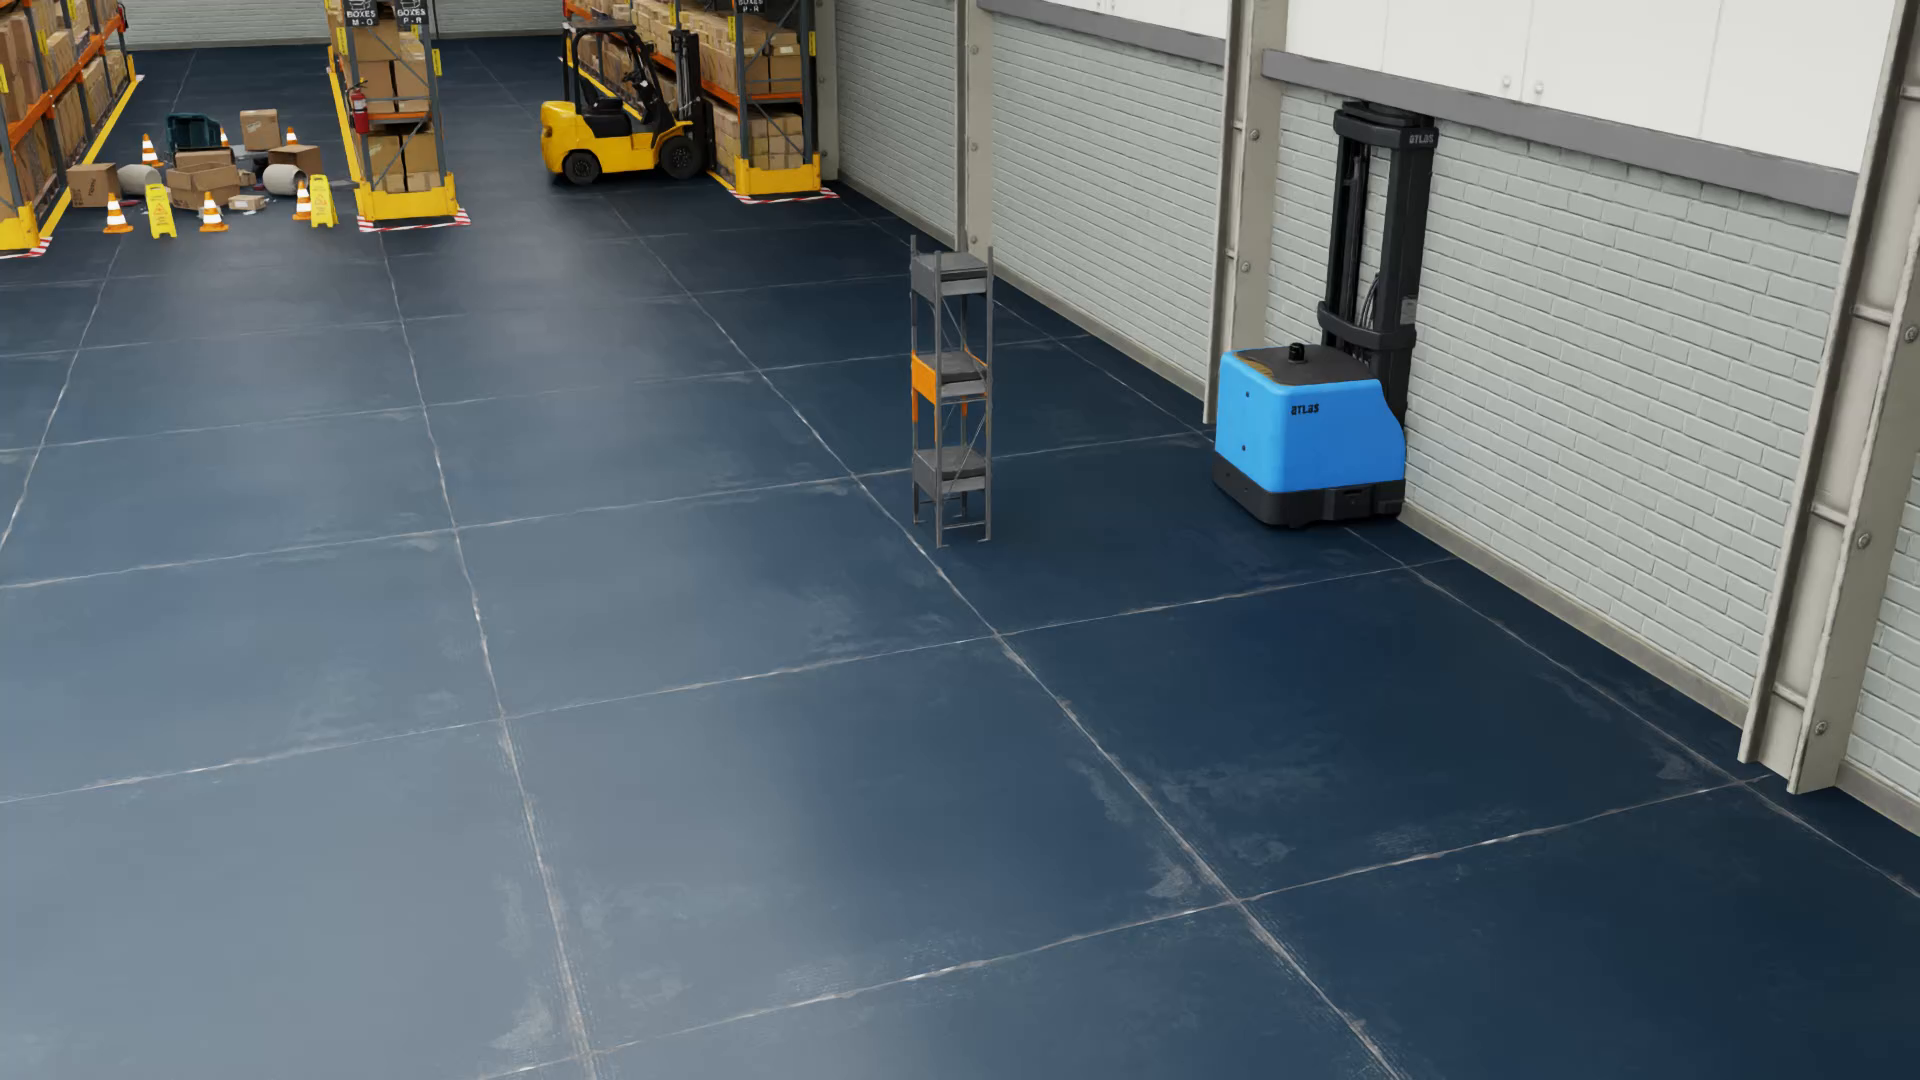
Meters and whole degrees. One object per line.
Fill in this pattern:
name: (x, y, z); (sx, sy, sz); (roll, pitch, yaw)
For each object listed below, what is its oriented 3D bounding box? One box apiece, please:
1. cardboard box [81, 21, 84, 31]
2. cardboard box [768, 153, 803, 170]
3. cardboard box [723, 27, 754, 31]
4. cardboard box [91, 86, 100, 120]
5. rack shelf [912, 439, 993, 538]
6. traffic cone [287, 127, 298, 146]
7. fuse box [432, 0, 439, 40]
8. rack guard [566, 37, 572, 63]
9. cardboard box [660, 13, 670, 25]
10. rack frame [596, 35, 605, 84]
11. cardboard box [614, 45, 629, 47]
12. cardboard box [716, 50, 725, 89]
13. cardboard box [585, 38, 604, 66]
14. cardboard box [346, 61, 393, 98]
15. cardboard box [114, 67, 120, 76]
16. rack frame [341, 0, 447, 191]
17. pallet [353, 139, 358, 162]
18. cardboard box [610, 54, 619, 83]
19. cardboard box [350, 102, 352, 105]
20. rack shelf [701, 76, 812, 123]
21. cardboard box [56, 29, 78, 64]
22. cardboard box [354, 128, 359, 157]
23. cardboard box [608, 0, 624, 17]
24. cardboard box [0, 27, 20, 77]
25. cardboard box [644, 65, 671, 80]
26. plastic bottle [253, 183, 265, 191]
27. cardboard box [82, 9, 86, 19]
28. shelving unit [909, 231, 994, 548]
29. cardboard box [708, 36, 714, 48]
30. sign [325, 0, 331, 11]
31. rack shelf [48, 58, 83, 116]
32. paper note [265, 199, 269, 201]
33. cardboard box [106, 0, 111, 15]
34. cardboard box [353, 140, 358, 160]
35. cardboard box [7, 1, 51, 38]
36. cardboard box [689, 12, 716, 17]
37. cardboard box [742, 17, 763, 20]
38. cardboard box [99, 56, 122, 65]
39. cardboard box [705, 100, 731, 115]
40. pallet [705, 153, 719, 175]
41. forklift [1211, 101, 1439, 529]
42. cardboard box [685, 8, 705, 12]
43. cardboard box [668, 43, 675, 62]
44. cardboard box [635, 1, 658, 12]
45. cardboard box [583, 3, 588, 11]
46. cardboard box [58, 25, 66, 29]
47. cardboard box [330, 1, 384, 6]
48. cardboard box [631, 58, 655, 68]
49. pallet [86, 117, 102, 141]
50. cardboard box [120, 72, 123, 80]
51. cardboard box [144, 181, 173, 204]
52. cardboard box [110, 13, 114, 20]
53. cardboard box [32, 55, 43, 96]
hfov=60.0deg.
cardboard box: (-15.342, -8.863, 28.700); (0.380, 0.149, 0.250); (-9, 25, -21)
cardboard box: (-2.551, -5.449, 23.816); (0.500, 0.250, 0.500); (-8, 24, -19)
cardboard box: (-3.137, -7.178, 23.572); (0.380, 0.149, 0.250); (-8, 24, -19)
cardboard box: (-14.817, -7.342, 27.985); (0.500, 0.500, 0.500); (-8, 24, -18)
rack shelf: (-0.058, -0.370, 11.762); (0.431, 0.518, 0.480); (-8, 24, -19)
traffic cone: (-10.364, -6.178, 25.812); (0.336, 0.463, 0.334); (-8, 24, -19)
fuse box: (-12.853, -13.136, 40.712); (0.539, 1.711, 0.414); (-8, 24, -19)
rack guard: (-8.186, -10.951, 37.090); (1.175, 0.500, 0.348); (-8, 24, -19)
cardboard box: (-4.665, -8.474, 27.030); (0.380, 0.149, 0.250); (-9, 25, -21)
rack frame: (-6.800, -10.678, 33.221); (1.000, 3.000, 0.127); (-8, 24, -19)
cardboard box: (-6.541, -9.572, 32.440); (0.380, 0.149, 0.250); (-9, 24, -20)
cardboard box: (-3.155, -6.696, 23.646); (0.500, 0.500, 0.500); (-8, 24, -17)
cardboard box: (-7.453, -10.244, 34.871); (0.700, 0.500, 0.500); (-9, 25, -21)
cardboard box: (-7.653, -5.978, 21.558); (0.500, 0.500, 0.500); (-9, 24, -20)
cardboard box: (-16.421, -9.030, 32.059); (0.380, 0.149, 0.250); (-8, 24, -18)
rack frame: (-7.203, -5.635, 21.257); (1.000, 3.000, 0.127); (-8, 24, -19)
pallet: (-8.893, -6.086, 25.918); (1.003, 0.211, 1.213); (-8, 24, -19)
cardboard box: (-6.470, -9.139, 32.248); (0.500, 0.500, 0.500); (-9, 25, -21)
cardboard box: (-8.489, -6.168, 23.720); (0.380, 0.149, 0.250); (-7, 24, -17)
rack shelf: (-3.267, -6.713, 24.740); (1.077, 0.370, 4.000); (-8, 24, -19)
cardboard box: (-14.214, -7.745, 26.135); (0.500, 0.500, 0.500); (-8, 24, -19)
cardboard box: (-8.279, -5.727, 23.511); (0.500, 0.500, 0.500); (-7, 24, -16)
cardboard box: (-6.137, -10.033, 31.018); (0.797, 0.503, 0.637); (-9, 24, -20)
cardboard box: (-12.245, -6.035, 20.624); (0.875, 0.550, 0.550); (-8, 24, -19)
cardboard box: (-5.179, -8.095, 29.611); (0.875, 0.625, 0.625); (-8, 24, -17)
plastic bottle: (-9.915, -5.008, 23.553); (0.133, 0.061, 0.283); (-4, 23, -10)
cardboard box: (-15.533, -9.191, 29.093); (0.380, 0.149, 0.250); (-7, 24, -17)
shelving unit: (-0.058, -1.028, 11.485); (0.431, 2.100, 0.503); (-8, 24, -19)
cardboard box: (-3.422, -7.213, 24.037); (0.380, 0.149, 0.250); (-8, 24, -19)
sign: (-10.547, -8.998, 27.746); (0.100, 0.325, 0.005); (-8, 24, -19)
rack shelf: (-13.918, -6.768, 24.871); (1.077, 0.370, 4.000); (-8, 24, -19)
paper note: (-9.559, -4.661, 22.784); (0.148, 0.019, 0.142); (0, 23, -1)
cardboard box: (-16.519, -10.235, 31.658); (0.500, 0.500, 0.500); (-7, 24, -16)
cardboard box: (-8.660, -5.763, 24.562); (0.500, 0.250, 0.500); (-10, 25, -21)
cardboard box: (-14.112, -7.799, 24.975); (0.700, 0.500, 0.500); (-9, 24, -20)
cardboard box: (-3.945, -8.016, 25.560); (0.380, 0.149, 0.250); (-8, 24, -18)
cardboard box: (-3.156, -7.709, 24.830); (0.380, 0.149, 0.250); (-9, 24, -20)
cardboard box: (-16.602, -9.360, 32.460); (0.380, 0.149, 0.250); (-7, 24, -17)
cardboard box: (-3.561, -6.381, 24.740); (0.500, 0.250, 0.500); (-9, 24, -20)
pallet: (-3.297, -5.747, 25.114); (1.003, 0.211, 1.213); (-8, 24, -19)
forklift: (3.489, -1.740, 12.105); (3.031, 2.935, 1.130); (-6, 24, -15)
cardboard box: (-4.392, -8.833, 27.882); (0.380, 0.149, 0.250); (-8, 24, -19)
cardboard box: (-4.397, -7.849, 26.703); (0.500, 0.250, 0.500); (-8, 24, -18)
cardboard box: (-5.454, -9.316, 29.027); (0.380, 0.149, 0.250); (-8, 24, -18)
cardboard box: (-7.560, -11.014, 34.342); (0.380, 0.149, 0.250); (-9, 24, -20)
cardboard box: (-14.607, -8.244, 26.847); (0.380, 0.149, 0.250); (-7, 24, -17)
cardboard box: (-8.504, -7.354, 23.537); (0.700, 0.500, 0.500); (-8, 24, -19)
cardboard box: (-5.798, -8.709, 30.394); (0.380, 0.149, 0.250); (-10, 25, -22)
pallet: (-14.899, -6.825, 27.671); (1.003, 0.211, 1.213); (-8, 24, -19)
cardboard box: (-16.623, -9.090, 32.586); (0.380, 0.149, 0.250); (-9, 25, -21)
cardboard box: (-10.881, -4.741, 22.656); (0.396, 0.266, 0.258); (-4, 23, -10)
cardboard box: (-16.804, -10.263, 32.562); (0.380, 0.149, 0.250); (-8, 24, -18)
cardboard box: (-13.070, -6.309, 22.664); (0.875, 0.550, 0.550); (-8, 24, -19)
